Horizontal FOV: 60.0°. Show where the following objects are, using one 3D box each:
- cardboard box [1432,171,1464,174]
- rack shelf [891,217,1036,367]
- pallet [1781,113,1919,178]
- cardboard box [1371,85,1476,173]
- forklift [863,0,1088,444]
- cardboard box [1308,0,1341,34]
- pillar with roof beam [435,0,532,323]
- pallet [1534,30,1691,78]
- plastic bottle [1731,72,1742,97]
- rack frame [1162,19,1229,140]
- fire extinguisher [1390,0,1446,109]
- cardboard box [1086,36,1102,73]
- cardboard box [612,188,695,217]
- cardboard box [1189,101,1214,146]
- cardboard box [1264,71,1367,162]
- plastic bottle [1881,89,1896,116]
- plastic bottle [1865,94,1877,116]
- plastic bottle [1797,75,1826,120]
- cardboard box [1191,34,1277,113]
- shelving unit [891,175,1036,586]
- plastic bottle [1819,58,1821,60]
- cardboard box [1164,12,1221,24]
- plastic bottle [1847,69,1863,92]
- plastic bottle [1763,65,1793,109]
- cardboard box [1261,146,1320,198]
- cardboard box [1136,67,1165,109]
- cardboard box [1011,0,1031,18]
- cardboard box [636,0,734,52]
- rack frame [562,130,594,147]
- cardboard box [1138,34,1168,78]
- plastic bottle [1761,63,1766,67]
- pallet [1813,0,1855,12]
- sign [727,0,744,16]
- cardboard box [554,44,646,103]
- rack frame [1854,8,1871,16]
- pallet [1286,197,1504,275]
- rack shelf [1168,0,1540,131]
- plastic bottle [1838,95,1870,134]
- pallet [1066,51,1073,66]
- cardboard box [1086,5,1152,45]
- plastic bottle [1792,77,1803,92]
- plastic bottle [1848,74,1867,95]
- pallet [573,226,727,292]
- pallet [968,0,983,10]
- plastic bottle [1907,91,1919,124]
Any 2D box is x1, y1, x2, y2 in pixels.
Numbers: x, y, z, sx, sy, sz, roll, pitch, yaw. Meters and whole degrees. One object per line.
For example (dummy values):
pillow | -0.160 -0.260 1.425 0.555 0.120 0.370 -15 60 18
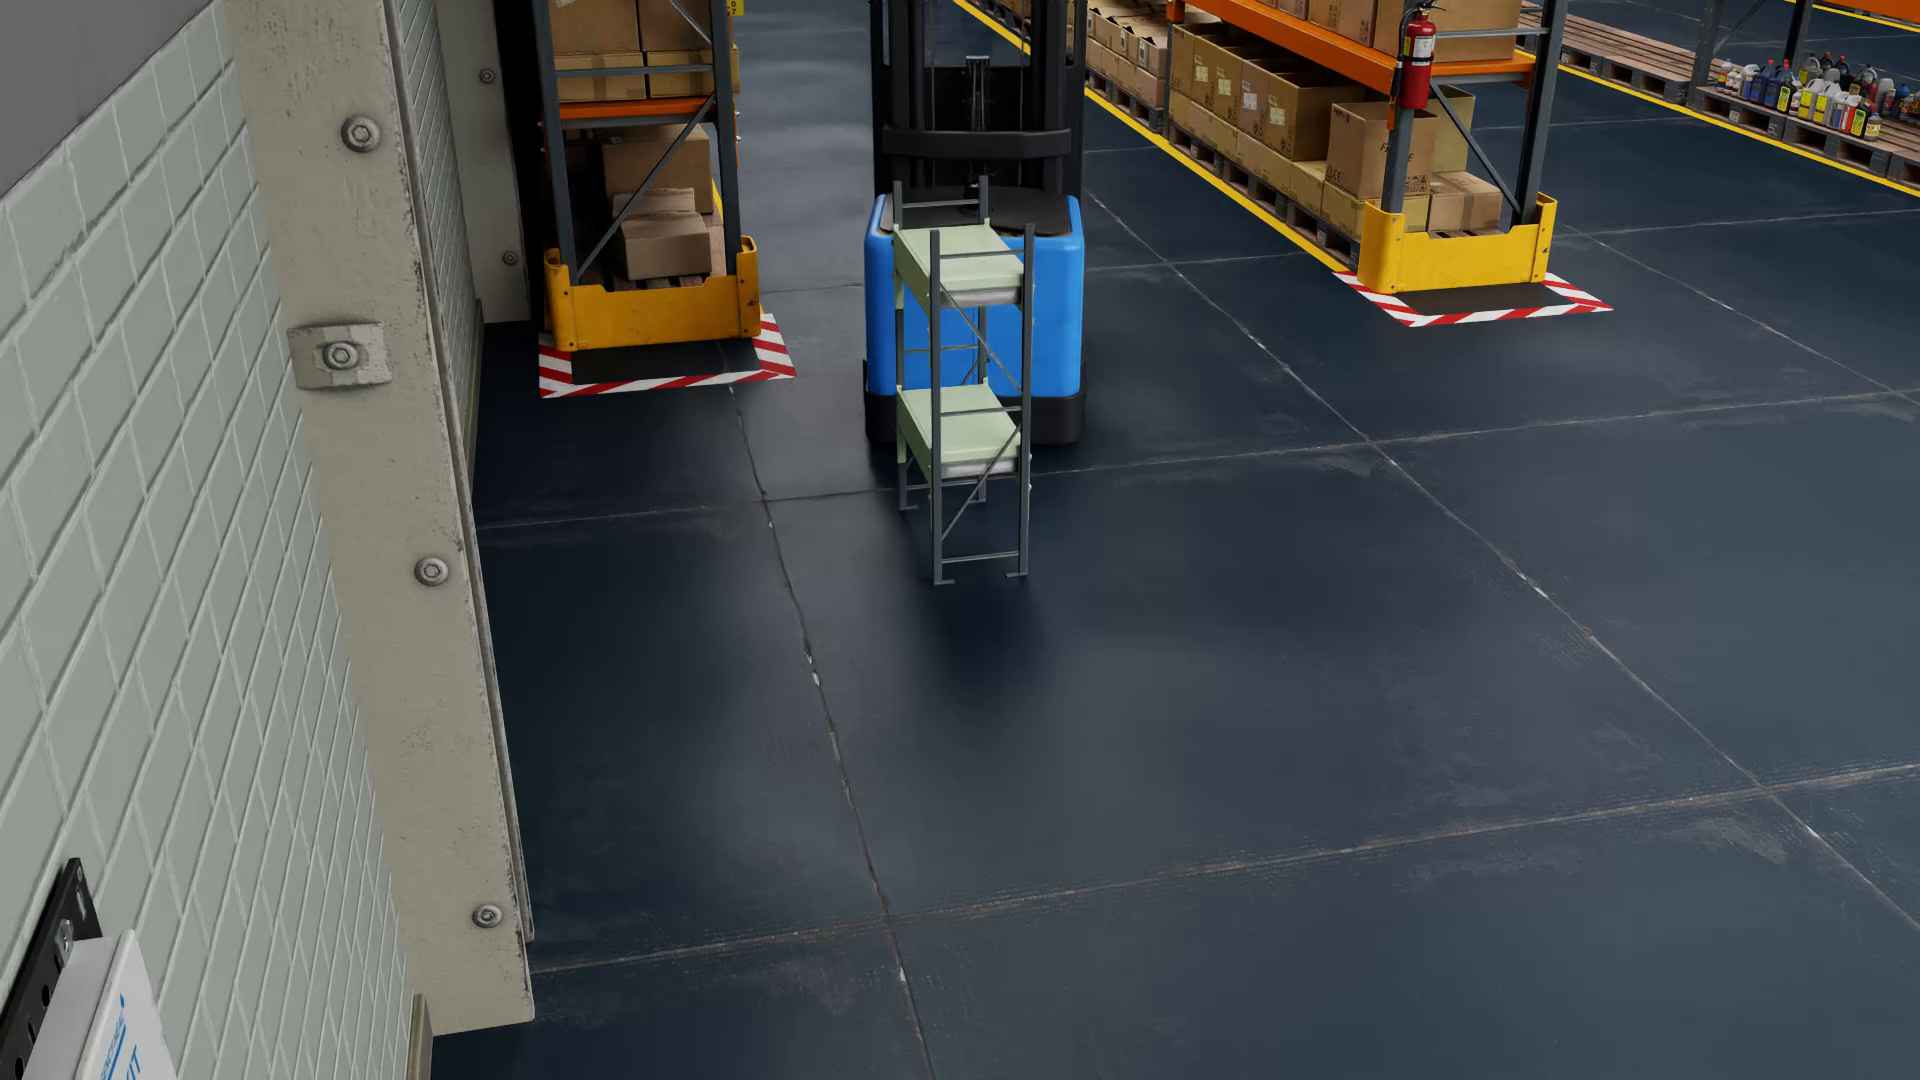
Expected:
cardboard box | 3.077 -2.435 11.332 0.500 0.250 0.500 -6 27 -12
rack shelf | 0.002 -1.015 6.730 0.431 0.370 0.720 -6 27 -12
pallet | 7.412 -3.175 13.306 1.003 0.211 1.213 -6 27 -12
cardboard box | 3.079 -2.770 11.163 0.500 0.500 0.500 -6 27 -12
forklift | 0.099 -2.391 8.735 1.130 2.935 3.031 1 27 1
cardboard box | 2.776 -3.698 11.136 0.700 0.500 0.500 -6 27 -11
pillar with roof beam | 1.466 -5.828 8.811 9.100 9.000 0.400 -6 27 -12
pallet | 6.530 -4.888 16.700 1.003 0.211 1.213 -6 27 -12
plastic bottle | 6.714 -3.929 14.323 0.097 0.201 0.097 0 27 0
rack frame | 2.196 -4.754 13.340 1.000 3.000 0.127 -6 27 -12
fire extinguisher | 2.672 -2.865 9.682 0.296 0.674 0.183 -6 27 -12
cardboard box | 1.479 -4.537 15.496 0.500 0.250 0.500 -5 27 -11
cardboard box | -1.924 -2.053 10.484 0.500 0.311 0.500 -4 27 -7
cardboard box | 2.113 -3.260 12.965 0.500 0.250 0.500 -6 27 -12
cardboard box | 2.447 -2.936 11.491 0.500 0.500 0.500 -6 27 -12
plastic bottle | 7.651 -3.602 13.676 0.097 0.201 0.097 0 27 0
plastic bottle | 7.157 -3.370 13.123 0.061 0.283 0.133 -6 27 -12
plastic bottle | 6.939 -3.603 13.512 0.144 0.351 0.185 -6 27 -12
cardboard box | 2.116 -3.595 12.797 0.500 0.500 0.500 -6 27 -12
shelving unit | 0.002 -0.667 6.906 0.431 1.500 0.755 -6 27 -12
plastic bottle | 7.453 -4.062 14.495 0.061 0.283 0.133 -5 27 -9
cardboard box | 2.120 -4.619 15.035 0.500 0.311 0.500 -7 28 -13
plastic bottle | 7.570 -3.834 14.044 0.061 0.283 0.133 -4 27 -8
plastic bottle | 6.843 -3.790 13.882 0.144 0.351 0.185 -7 28 -14
cardboard box | 2.450 -2.601 11.660 0.500 0.250 0.500 -6 27 -12
cardboard box | 1.820 -3.867 14.168 0.500 0.250 0.500 -6 27 -12
cardboard box | 0.855 -5.978 18.050 0.500 0.500 0.500 -5 27 -10
cardboard box | -1.542 -3.010 9.197 0.500 0.500 0.500 -6 27 -12
rack frame | -2.629 -4.250 12.340 1.000 3.000 0.127 -6 27 -12
cardboard box | 1.826 -4.113 14.033 0.500 0.311 0.500 -6 27 -12
plastic bottle | 6.871 -3.927 14.227 0.061 0.283 0.133 -6 27 -12
pallet | 10.843 -6.623 20.138 1.003 0.211 1.213 -6 27 -12
sign | -1.199 -2.935 8.776 0.100 0.325 0.005 -6 27 -12
cardboard box | -2.022 -2.621 9.258 0.500 0.250 0.500 -6 27 -11
rack frame | 10.947 -7.515 18.809 1.000 3.000 0.127 -6 27 -12
pallet | 2.885 -2.085 11.146 1.003 0.211 1.213 -6 27 -12
rack shelf | 2.647 -3.555 11.763 1.077 0.370 4.000 -6 27 -12
plastic bottle | 7.053 -3.355 13.103 0.152 0.276 0.135 -6 27 -11
pallet | 1.442 -4.900 16.724 1.003 0.211 1.213 -6 27 -12
cardboard box | 1.483 -4.781 15.357 0.500 0.311 0.500 -6 27 -12
plastic bottle | 6.913 -3.694 13.779 0.097 0.271 0.097 0 27 0
plastic bottle | 7.471 -3.738 13.854 0.061 0.283 0.133 -6 27 -12
pallet | -1.893 -1.642 10.270 1.003 0.211 1.213 -6 27 -12
pallet | 0.614 -6.668 20.227 1.003 0.211 1.213 -6 27 -12
plastic bottle | 7.720 -3.500 13.395 0.097 0.271 0.097 0 27 0
